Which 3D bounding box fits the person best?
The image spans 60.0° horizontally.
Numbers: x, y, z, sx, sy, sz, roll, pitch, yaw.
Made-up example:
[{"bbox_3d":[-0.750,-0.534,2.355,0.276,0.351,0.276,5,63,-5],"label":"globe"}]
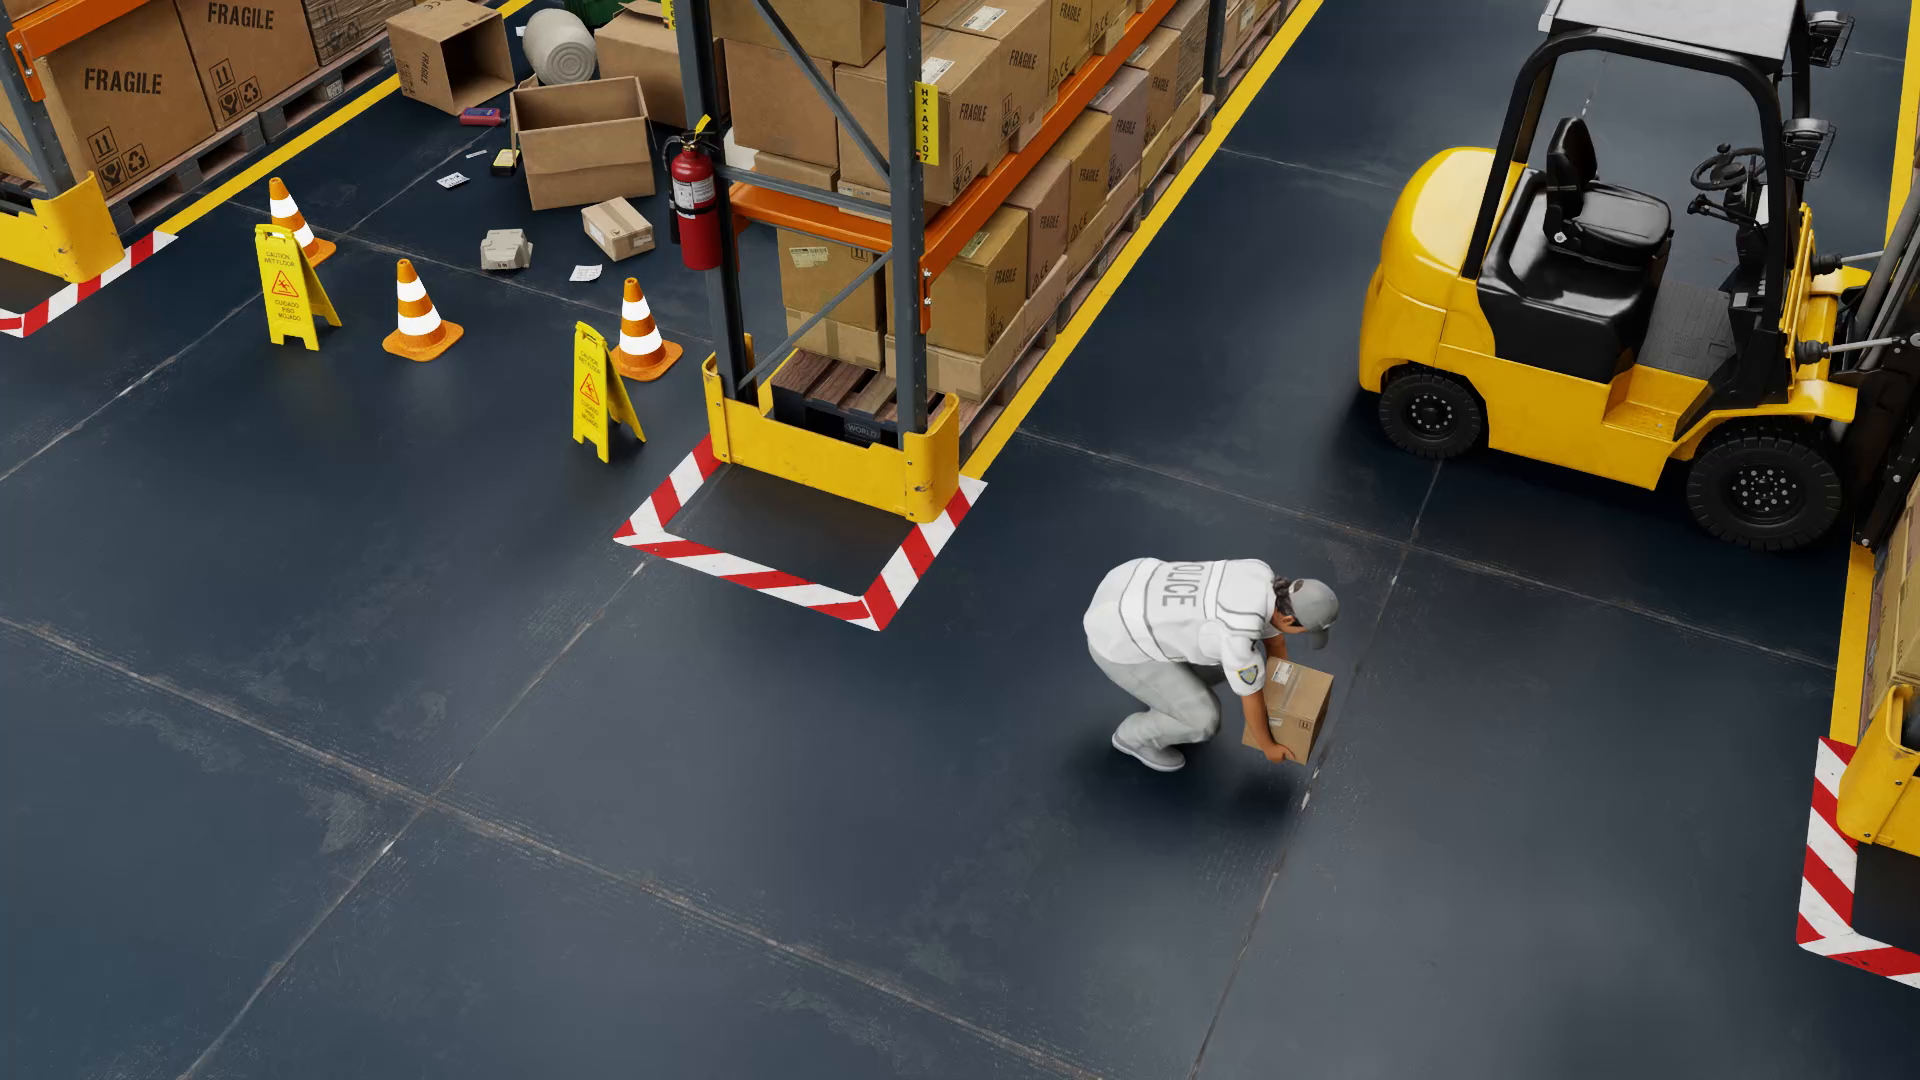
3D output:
[{"bbox_3d":[0.907,0.443,6.215,0.892,0.944,0.492,16,45,17],"label":"person"}]
